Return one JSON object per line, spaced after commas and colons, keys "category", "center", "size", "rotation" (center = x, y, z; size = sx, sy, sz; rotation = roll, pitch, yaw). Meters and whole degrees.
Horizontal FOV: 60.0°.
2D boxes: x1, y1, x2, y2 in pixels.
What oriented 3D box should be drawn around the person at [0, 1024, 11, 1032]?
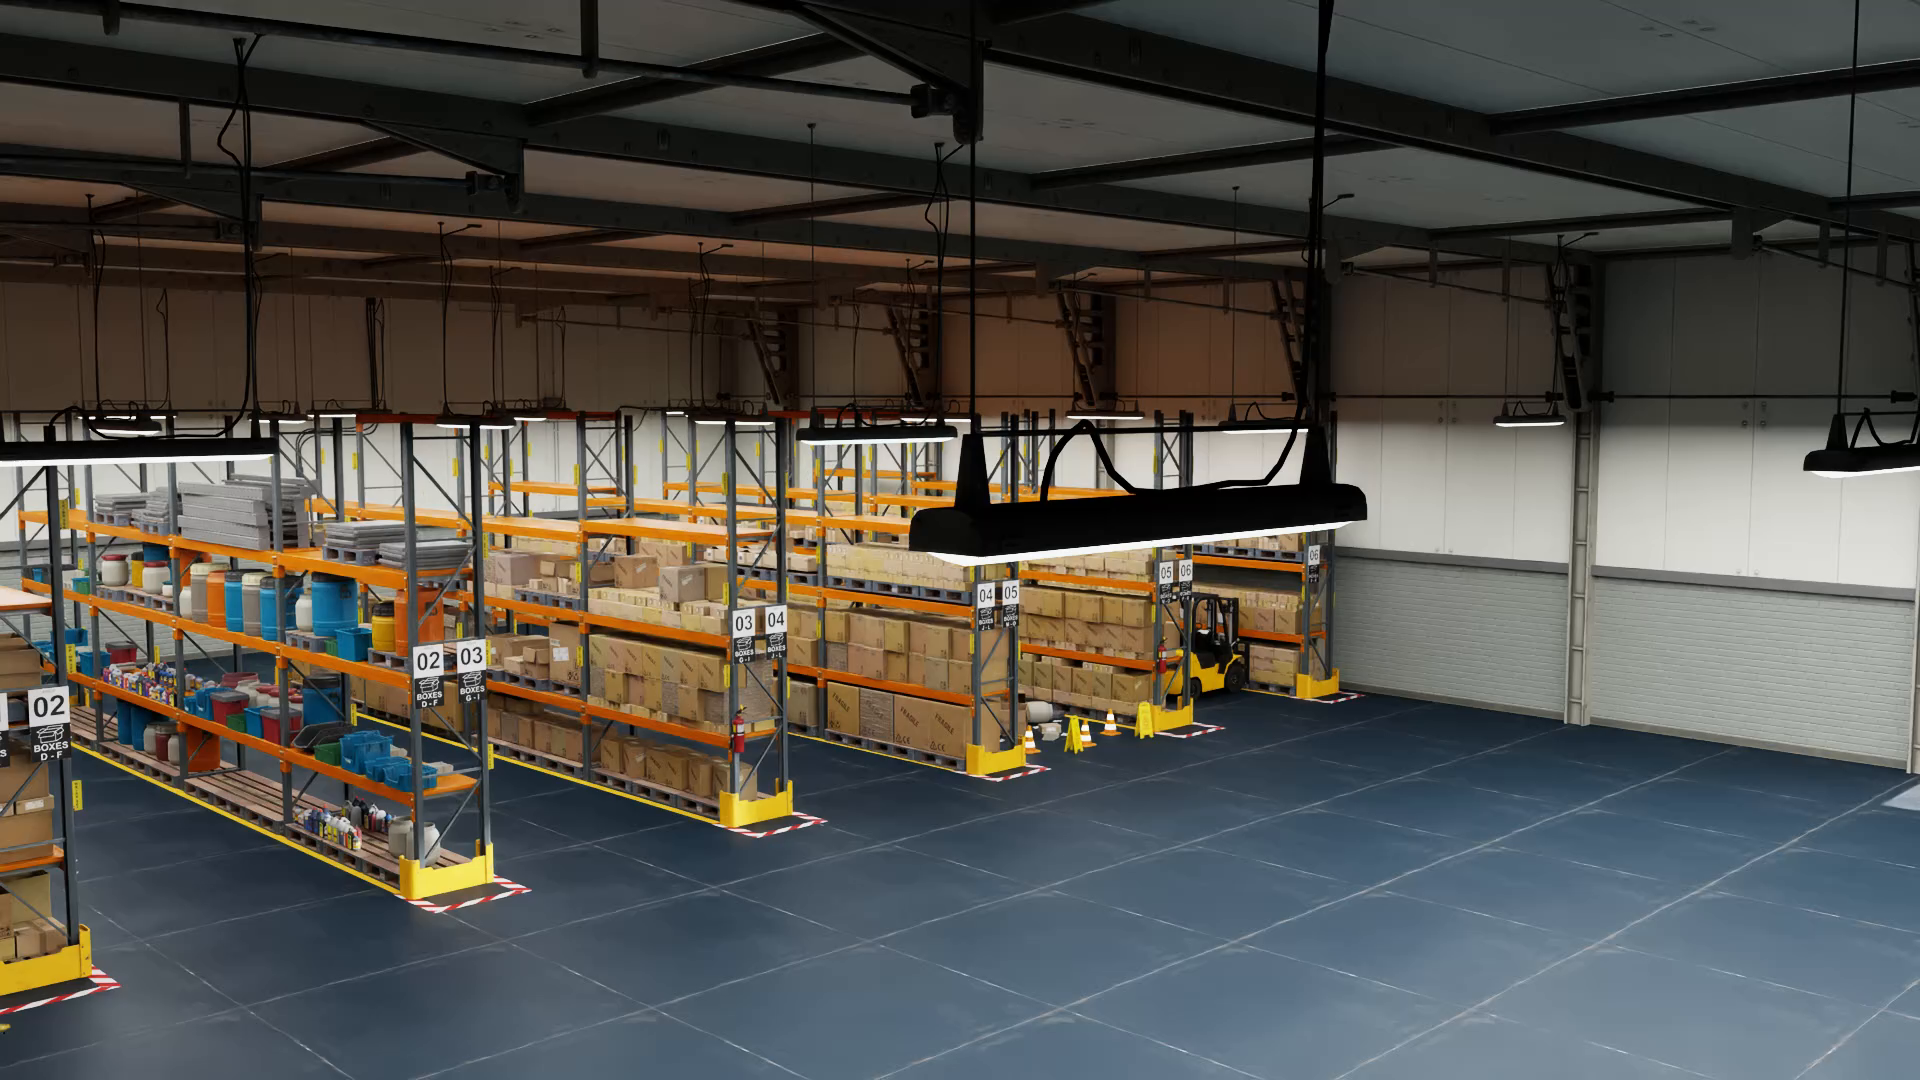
{"category": "person", "center": [-9.888, 4.024, 16.521], "size": [0.960, 1.703, 0.671], "rotation": [-1, 5, -7]}
